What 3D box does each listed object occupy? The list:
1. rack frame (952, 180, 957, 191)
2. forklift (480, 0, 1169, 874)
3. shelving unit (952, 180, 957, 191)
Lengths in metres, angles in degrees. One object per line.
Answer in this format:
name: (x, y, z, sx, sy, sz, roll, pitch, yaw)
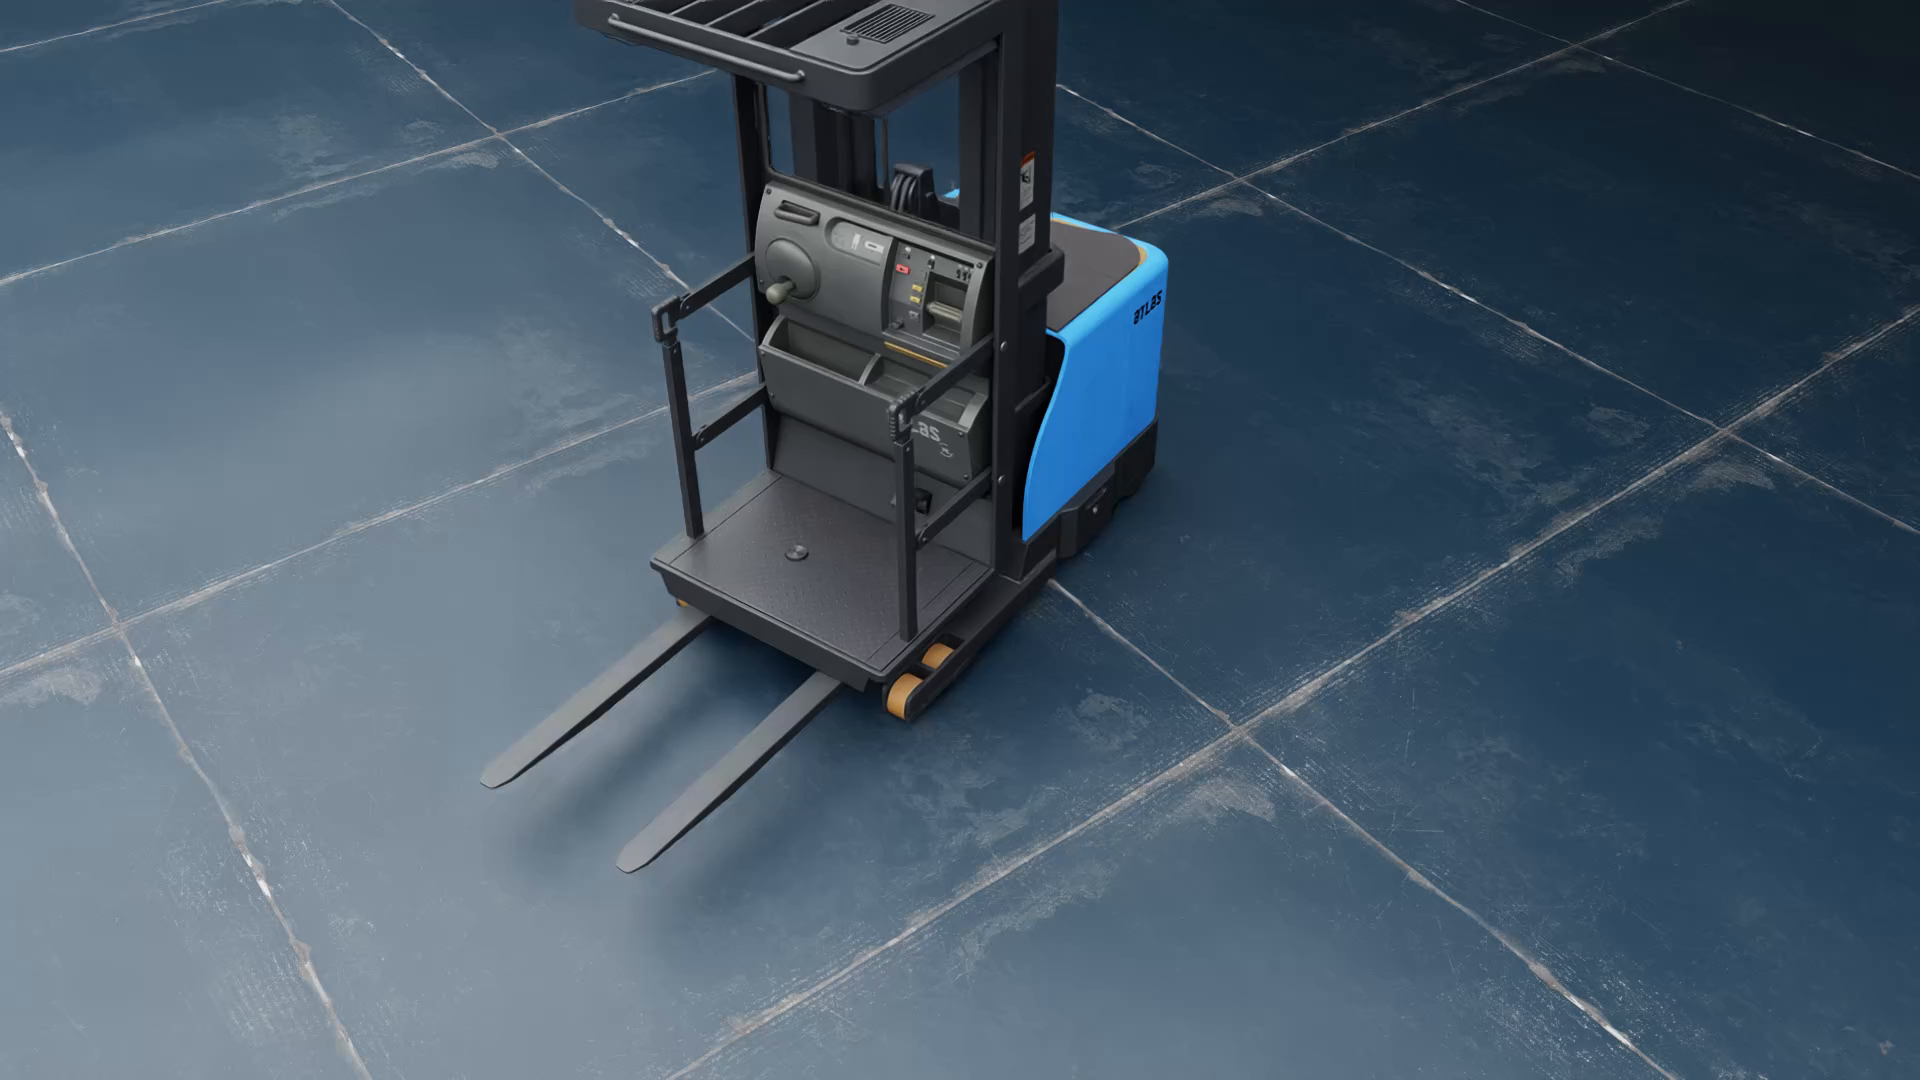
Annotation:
rack frame: (0.063, -1.070, 7.227, 0.200, 1.050, 0.008, 14, 41, 16)
forklift: (-0.432, -0.837, 5.460, 1.130, 2.935, 3.031, 24, 45, 26)
shelving unit: (0.106, -1.143, 7.315, 0.215, 1.050, 0.252, 14, 41, 16)
